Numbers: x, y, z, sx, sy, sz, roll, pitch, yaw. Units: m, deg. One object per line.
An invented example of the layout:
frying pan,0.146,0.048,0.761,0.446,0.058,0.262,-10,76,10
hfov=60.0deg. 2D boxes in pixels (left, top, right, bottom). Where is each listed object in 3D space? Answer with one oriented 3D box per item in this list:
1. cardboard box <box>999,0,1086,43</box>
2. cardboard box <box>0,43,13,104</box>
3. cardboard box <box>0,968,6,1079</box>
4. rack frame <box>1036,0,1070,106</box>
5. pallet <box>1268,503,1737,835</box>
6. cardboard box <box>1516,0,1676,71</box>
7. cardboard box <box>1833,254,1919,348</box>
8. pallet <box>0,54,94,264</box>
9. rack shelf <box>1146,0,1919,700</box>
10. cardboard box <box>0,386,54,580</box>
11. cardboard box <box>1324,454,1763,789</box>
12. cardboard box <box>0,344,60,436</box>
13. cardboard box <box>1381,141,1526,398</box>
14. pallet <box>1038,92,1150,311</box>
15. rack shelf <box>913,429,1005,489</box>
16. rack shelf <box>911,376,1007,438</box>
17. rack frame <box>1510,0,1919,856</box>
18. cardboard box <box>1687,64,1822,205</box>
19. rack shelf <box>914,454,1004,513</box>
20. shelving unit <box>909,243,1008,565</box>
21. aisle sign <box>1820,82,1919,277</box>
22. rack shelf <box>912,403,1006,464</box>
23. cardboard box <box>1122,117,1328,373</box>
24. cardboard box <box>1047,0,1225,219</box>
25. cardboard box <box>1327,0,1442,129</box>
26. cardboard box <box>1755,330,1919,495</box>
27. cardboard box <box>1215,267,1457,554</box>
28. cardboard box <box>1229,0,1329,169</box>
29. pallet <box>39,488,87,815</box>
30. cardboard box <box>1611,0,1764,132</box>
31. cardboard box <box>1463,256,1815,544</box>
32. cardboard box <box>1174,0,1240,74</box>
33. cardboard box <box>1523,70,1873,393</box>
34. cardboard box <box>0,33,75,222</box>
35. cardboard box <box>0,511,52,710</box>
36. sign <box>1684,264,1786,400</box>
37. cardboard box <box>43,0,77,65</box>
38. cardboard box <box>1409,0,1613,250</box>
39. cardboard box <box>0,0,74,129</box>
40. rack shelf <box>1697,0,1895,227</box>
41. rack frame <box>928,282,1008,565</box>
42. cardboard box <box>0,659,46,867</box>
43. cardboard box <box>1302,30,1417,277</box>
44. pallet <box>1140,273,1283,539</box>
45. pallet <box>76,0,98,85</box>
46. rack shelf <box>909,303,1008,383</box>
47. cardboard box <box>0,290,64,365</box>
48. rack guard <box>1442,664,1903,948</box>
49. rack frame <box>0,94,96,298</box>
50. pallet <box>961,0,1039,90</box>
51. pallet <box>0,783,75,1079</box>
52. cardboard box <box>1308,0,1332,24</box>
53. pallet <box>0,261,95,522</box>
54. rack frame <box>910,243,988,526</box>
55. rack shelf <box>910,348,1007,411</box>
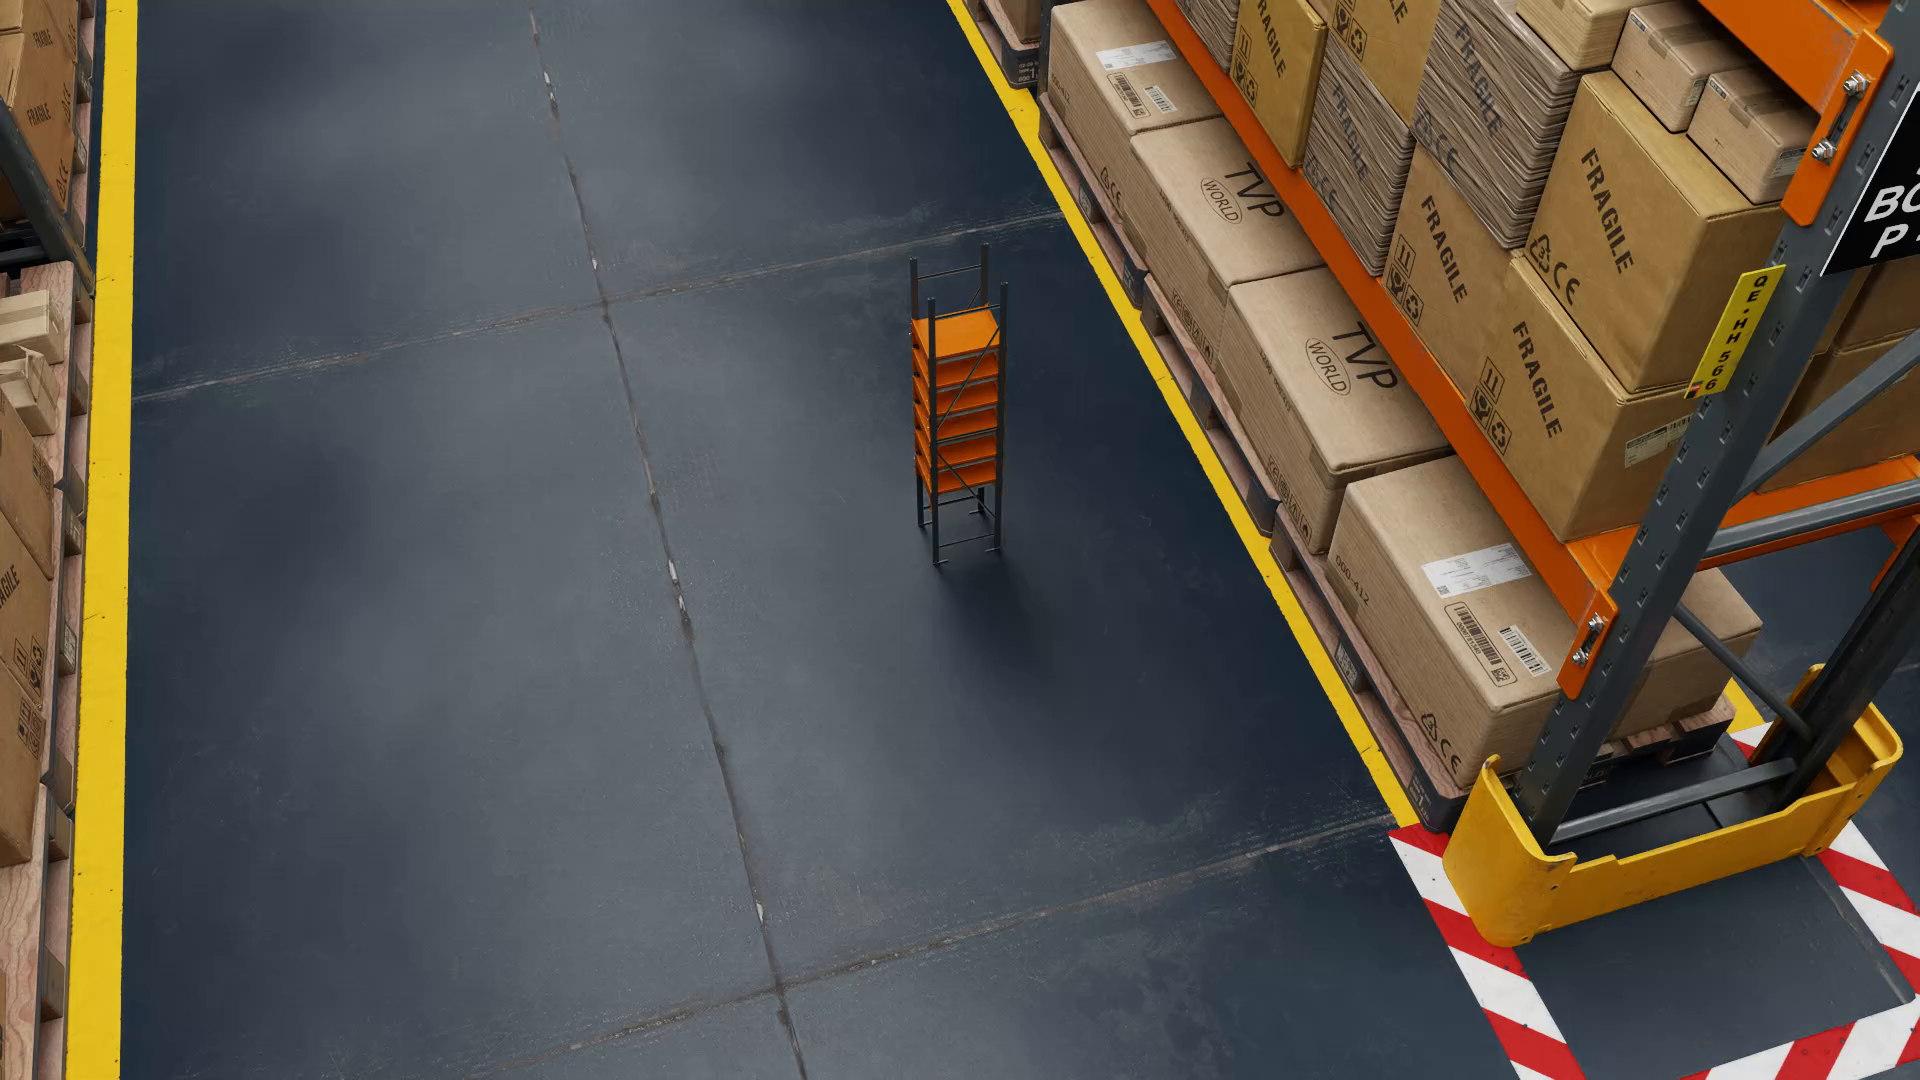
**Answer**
cardboard box,0.575,-2.867,7.320,0.875,0.875,0.875,-12,51,-10
cardboard box,-3.758,-1.717,6.172,0.380,0.149,0.250,-11,51,-9
cardboard box,-2.813,1.266,4.079,0.797,0.503,0.637,-15,52,-12
rack frame,0.835,-2.982,6.302,1.000,3.000,0.127,-13,51,-11
pallet,1.707,0.272,5.382,1.003,0.211,1.213,-13,51,-11
cardboard box,1.466,-1.190,3.648,0.380,0.149,0.250,-14,51,-11
cardboard box,2.148,-0.830,3.768,0.500,0.500,0.500,-14,51,-12
pallet,-4.182,-1.543,6.913,1.003,0.211,1.213,-13,51,-11
rack shelf,1.426,-1.289,5.345,1.077,0.370,4.000,-13,51,-11
cardboard box,-3.336,-0.124,5.253,0.700,0.500,0.500,-15,52,-12
cardboard box,1.727,0.171,5.045,0.875,0.438,0.875,-15,51,-12
cardboard box,-3.355,-0.509,5.731,0.396,0.266,0.258,-12,51,-10
cardboard box,1.488,-0.755,4.359,0.500,0.500,0.500,-14,51,-12
pallet,0.985,-1.510,6.885,1.003,0.211,1.213,-13,51,-11
rack shelf,-0.004,-0.291,5.426,0.258,0.103,0.180,-13,51,-11
rack shelf,-0.004,-0.446,5.242,0.258,0.103,0.180,-13,51,-11
rack frame,2.018,-0.060,3.839,1.000,3.000,0.127,-13,51,-11
cardboard box,1.720,-0.840,3.353,0.380,0.149,0.250,-13,51,-10
rack shelf,-0.004,-0.214,5.518,0.258,0.103,0.180,-13,51,-11
shelving unit,-0.004,-0.397,5.300,0.258,1.200,0.189,-13,51,-11
aisle sign,1.743,-0.775,2.741,0.394,0.787,0.004,-13,51,-11
rack shelf,-0.004,-0.369,5.334,0.258,0.103,0.180,-13,51,-11
cardboard box,1.183,-1.154,6.162,0.875,0.438,0.875,-15,51,-12
cardboard box,0.918,-1.808,6.714,0.875,0.438,0.875,-14,51,-12
cardboard box,1.322,-1.450,4.291,0.500,0.500,0.500,-14,51,-11
cardboard box,2.150,-0.508,4.151,0.500,0.500,0.500,-14,51,-11
cardboard box,1.448,-0.496,5.607,0.875,0.438,0.875,-12,51,-10
cardboard box,1.162,-1.502,4.989,0.500,0.500,0.500,-12,51,-10
pallet,-3.339,0.437,5.244,1.003,0.211,1.213,-13,51,-11
cardboard box,1.622,-1.020,3.505,0.380,0.149,0.250,-12,51,-10
cardboard box,1.622,-0.385,4.047,0.500,0.500,0.500,-13,51,-11
cardboard box,1.009,-1.879,5.306,0.500,0.500,0.500,-13,51,-11
cardboard box,1.648,-0.713,3.670,0.500,0.500,0.500,-12,51,-10
cardboard box,-3.834,-1.590,6.489,0.500,0.500,0.500,-11,51,-9
cardboard box,-3.090,0.225,4.958,0.500,0.500,0.500,-12,51,-10
sign,1.495,-0.397,3.211,0.100,0.325,0.005,-13,51,-11
cardboard box,-4.144,-2.343,7.123,0.500,0.500,0.500,-15,51,-12
cardboard box,1.465,-1.088,3.986,0.500,0.500,0.500,-13,51,-11
cardboard box,-4.001,-1.977,6.815,0.500,0.500,0.500,-14,51,-11
rack shelf,1.426,-2.256,4.198,1.077,0.370,4.000,-13,51,-11
rack frame,0.023,-0.330,5.244,0.240,1.200,0.006,-13,51,-11
cardboard box,-3.029,0.634,4.614,0.700,0.500,0.500,-11,51,-9
cardboard box,1.327,-1.128,4.674,0.500,0.500,0.500,-12,51,-10
pallet,1.349,-0.617,6.132,1.003,0.211,1.213,-13,51,-11
pallet,-4.547,-2.436,7.665,1.003,0.211,1.213,-13,51,-11
rack shelf,-0.004,-0.601,5.059,0.258,0.103,0.180,-13,51,-11
cardboard box,-3.460,-0.732,5.996,0.380,0.149,0.250,-15,51,-12
rack guard,2.025,0.763,4.780,1.175,0.500,0.348,-13,51,-11
rack frame,-3.906,-1.856,5.353,1.000,3.000,0.127,-13,51,-11
pallet,0.535,-2.629,7.828,1.003,0.211,1.213,-13,51,-11
pallet,-2.982,1.326,4.494,1.003,0.211,1.213,-13,51,-11
cardboard box,1.175,-1.818,4.601,0.500,0.500,0.500,-14,51,-11
pallet,-3.704,-0.456,5.996,1.003,0.211,1.213,-13,51,-11
rack frame,-0.031,-0.464,5.357,0.240,1.200,0.006,-13,51,-11
rack shelf,-0.004,-0.523,5.151,0.258,0.103,0.180,-13,51,-11
